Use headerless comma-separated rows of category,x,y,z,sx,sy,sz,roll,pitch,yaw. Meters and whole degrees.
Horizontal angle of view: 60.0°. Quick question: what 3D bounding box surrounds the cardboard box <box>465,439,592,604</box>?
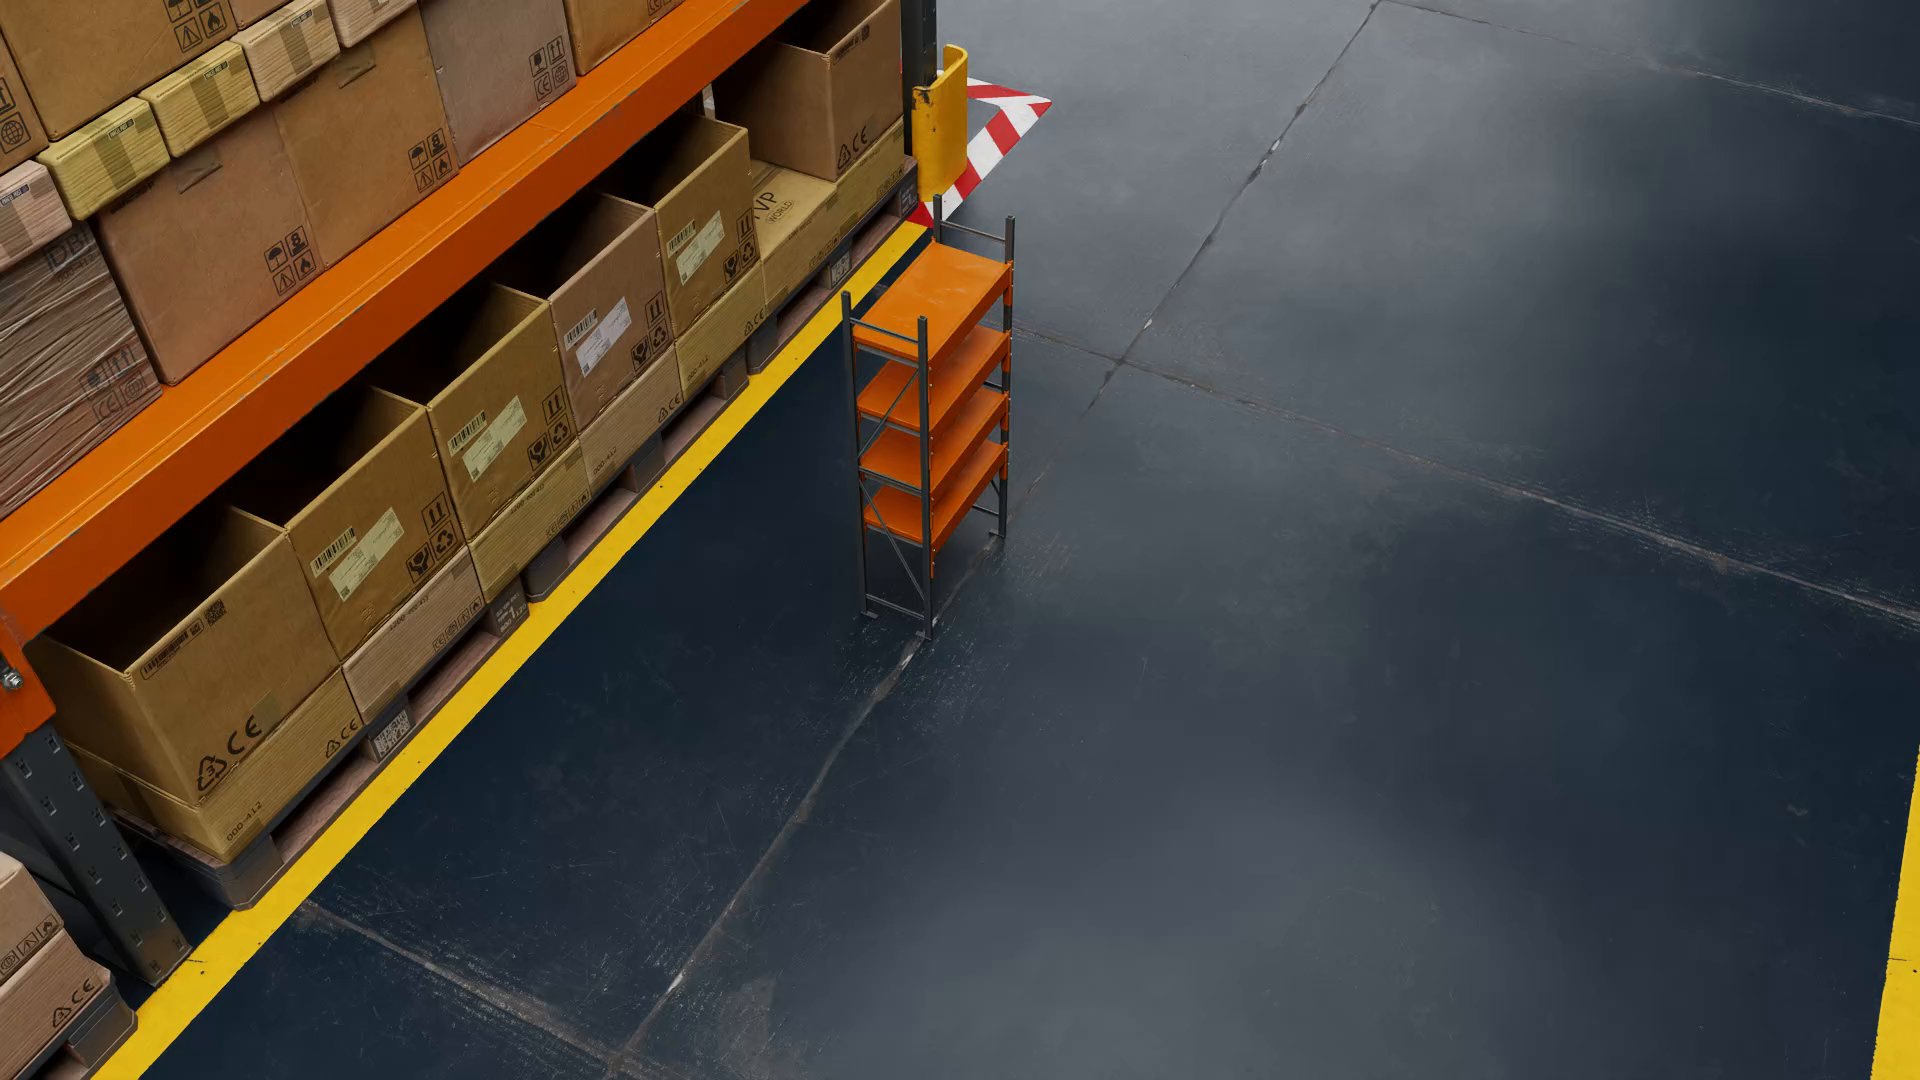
cardboard box,-1.457,-0.138,4.915,0.500,0.250,0.500,20,49,19

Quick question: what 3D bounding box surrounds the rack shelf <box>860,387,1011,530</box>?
rack shelf,-0.077,-0.270,4.768,0.258,0.148,0.480,20,49,19

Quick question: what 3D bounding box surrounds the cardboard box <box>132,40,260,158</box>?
cardboard box,-1.763,-0.994,3.597,0.380,0.149,0.250,20,49,19

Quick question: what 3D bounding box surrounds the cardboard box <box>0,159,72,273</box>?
cardboard box,-2.002,-0.665,3.272,0.380,0.149,0.250,21,49,20

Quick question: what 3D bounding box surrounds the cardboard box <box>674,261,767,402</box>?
cardboard box,-0.997,-0.769,5.539,0.500,0.250,0.500,20,49,19

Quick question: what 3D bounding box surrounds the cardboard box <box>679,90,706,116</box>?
cardboard box,-1.234,-1.523,5.757,0.500,0.500,0.500,20,49,19

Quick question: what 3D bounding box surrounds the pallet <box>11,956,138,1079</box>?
pallet,-2.722,1.319,3.798,1.003,0.211,1.213,20,49,19

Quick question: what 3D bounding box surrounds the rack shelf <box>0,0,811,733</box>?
rack shelf,-1.486,-1.145,4.779,1.077,0.370,4.000,20,49,19

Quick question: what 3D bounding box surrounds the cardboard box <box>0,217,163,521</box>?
cardboard box,-2.214,-0.455,3.521,0.700,0.500,0.500,19,48,18

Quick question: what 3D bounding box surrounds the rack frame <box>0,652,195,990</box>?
rack frame,-2.414,-0.138,3.278,1.000,3.000,0.127,20,49,19

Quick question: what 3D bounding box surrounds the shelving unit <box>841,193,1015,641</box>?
shelving unit,-0.077,-0.317,4.720,0.258,1.200,0.503,20,49,19

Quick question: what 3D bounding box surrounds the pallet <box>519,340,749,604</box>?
pallet,-1.443,-0.417,5.513,1.003,0.211,1.213,20,49,19

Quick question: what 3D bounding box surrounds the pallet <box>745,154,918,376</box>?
pallet,-0.875,-1.183,6.270,1.003,0.211,1.213,20,49,19

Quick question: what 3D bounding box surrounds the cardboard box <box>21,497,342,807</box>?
cardboard box,-1.922,0.228,4.026,0.500,0.500,0.500,20,49,19

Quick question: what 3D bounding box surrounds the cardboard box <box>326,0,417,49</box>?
cardboard box,-1.523,-1.320,3.919,0.380,0.149,0.250,19,48,18

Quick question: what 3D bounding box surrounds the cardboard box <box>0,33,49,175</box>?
cardboard box,-2.214,-0.911,3.059,0.700,0.500,0.500,21,49,19

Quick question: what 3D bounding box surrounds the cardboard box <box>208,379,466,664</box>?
cardboard box,-1.696,-0.089,4.340,0.500,0.500,0.500,20,49,19

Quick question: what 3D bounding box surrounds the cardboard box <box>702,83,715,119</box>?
cardboard box,-1.003,-1.575,6.336,0.500,0.250,0.500,20,49,19

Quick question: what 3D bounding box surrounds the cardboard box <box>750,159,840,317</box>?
cardboard box,-0.766,-1.085,5.851,0.500,0.250,0.500,20,49,19

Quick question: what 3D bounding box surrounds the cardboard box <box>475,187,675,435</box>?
cardboard box,-1.227,-0.718,4.961,0.500,0.500,0.500,20,49,19

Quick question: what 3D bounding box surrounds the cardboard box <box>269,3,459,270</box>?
cardboard box,-1.738,-1.104,4.162,0.700,0.500,0.500,21,49,20

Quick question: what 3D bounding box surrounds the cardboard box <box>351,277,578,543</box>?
cardboard box,-1.457,-0.402,4.649,0.500,0.500,0.500,20,49,19

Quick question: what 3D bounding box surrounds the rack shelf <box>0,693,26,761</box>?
rack shelf,-3.343,1.374,2.288,1.077,0.370,4.000,20,49,19

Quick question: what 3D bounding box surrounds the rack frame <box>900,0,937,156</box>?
rack frame,-0.557,-2.658,5.768,1.000,3.000,0.127,20,49,19

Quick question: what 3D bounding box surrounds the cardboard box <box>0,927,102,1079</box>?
cardboard box,-2.350,1.037,3.754,0.500,0.250,0.500,20,49,19

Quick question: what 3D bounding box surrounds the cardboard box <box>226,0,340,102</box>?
cardboard box,-1.645,-1.151,3.752,0.380,0.149,0.250,19,48,18

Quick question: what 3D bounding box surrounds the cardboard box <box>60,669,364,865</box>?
cardboard box,-1.930,0.488,4.296,0.500,0.250,0.500,20,49,19

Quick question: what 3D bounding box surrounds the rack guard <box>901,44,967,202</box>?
rack guard,-0.546,-1.795,6.672,1.175,0.500,0.348,20,49,19

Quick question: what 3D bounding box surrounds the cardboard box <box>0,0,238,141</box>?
cardboard box,-1.980,-1.230,3.374,0.700,0.500,0.500,20,49,19

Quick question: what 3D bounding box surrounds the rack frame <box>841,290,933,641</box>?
rack frame,-0.190,-0.164,4.568,0.240,1.200,0.015,20,49,19

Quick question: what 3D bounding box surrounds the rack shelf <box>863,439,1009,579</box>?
rack shelf,-0.077,-0.131,4.909,0.258,0.148,0.480,20,49,19

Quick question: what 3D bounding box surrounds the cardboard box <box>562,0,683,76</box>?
cardboard box,-1.261,-1.760,4.810,0.700,0.500,0.500,21,49,19

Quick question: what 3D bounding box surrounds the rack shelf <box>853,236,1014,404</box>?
rack shelf,-0.077,-0.594,4.441,0.258,0.148,0.480,20,49,19

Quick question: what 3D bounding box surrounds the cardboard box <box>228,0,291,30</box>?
cardboard box,-1.747,-1.545,3.686,0.700,0.500,0.500,20,49,19

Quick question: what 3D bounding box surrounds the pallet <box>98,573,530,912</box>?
pallet,-2.008,0.355,4.751,1.003,0.211,1.213,20,49,19

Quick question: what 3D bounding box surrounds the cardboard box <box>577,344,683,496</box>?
cardboard box,-1.230,-0.455,5.229,0.500,0.250,0.500,20,49,19

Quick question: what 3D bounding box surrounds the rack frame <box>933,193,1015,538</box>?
rack frame,0.036,-0.471,4.872,0.240,1.200,0.015,20,49,19

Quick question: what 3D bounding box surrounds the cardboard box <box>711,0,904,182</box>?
cardboard box,-0.543,-1.667,5.899,0.500,0.500,0.500,20,49,19

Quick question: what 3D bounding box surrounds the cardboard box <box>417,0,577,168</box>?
cardboard box,-1.502,-1.427,4.481,0.700,0.500,0.500,22,49,20

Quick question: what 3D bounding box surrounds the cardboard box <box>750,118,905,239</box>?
cardboard box,-0.545,-1.404,6.167,0.500,0.250,0.500,20,49,19

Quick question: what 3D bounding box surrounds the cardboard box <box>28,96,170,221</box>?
cardboard box,-1.883,-0.828,3.433,0.380,0.149,0.250,19,48,18

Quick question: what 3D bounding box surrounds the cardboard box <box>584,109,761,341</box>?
cardboard box,-0.994,-1.032,5.272,0.500,0.500,0.500,20,49,19

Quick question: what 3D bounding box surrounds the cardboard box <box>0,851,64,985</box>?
cardboard box,-2.348,0.833,3.561,0.500,0.311,0.500,20,49,19

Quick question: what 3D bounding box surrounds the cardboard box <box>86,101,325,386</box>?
cardboard box,-1.975,-0.790,3.851,0.700,0.500,0.500,20,49,19

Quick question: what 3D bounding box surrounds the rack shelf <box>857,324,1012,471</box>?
rack shelf,-0.077,-0.427,4.609,0.258,0.148,0.480,20,49,19

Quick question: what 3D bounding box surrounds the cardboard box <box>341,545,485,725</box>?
cardboard box,-1.694,0.175,4.606,0.500,0.250,0.500,20,49,19
